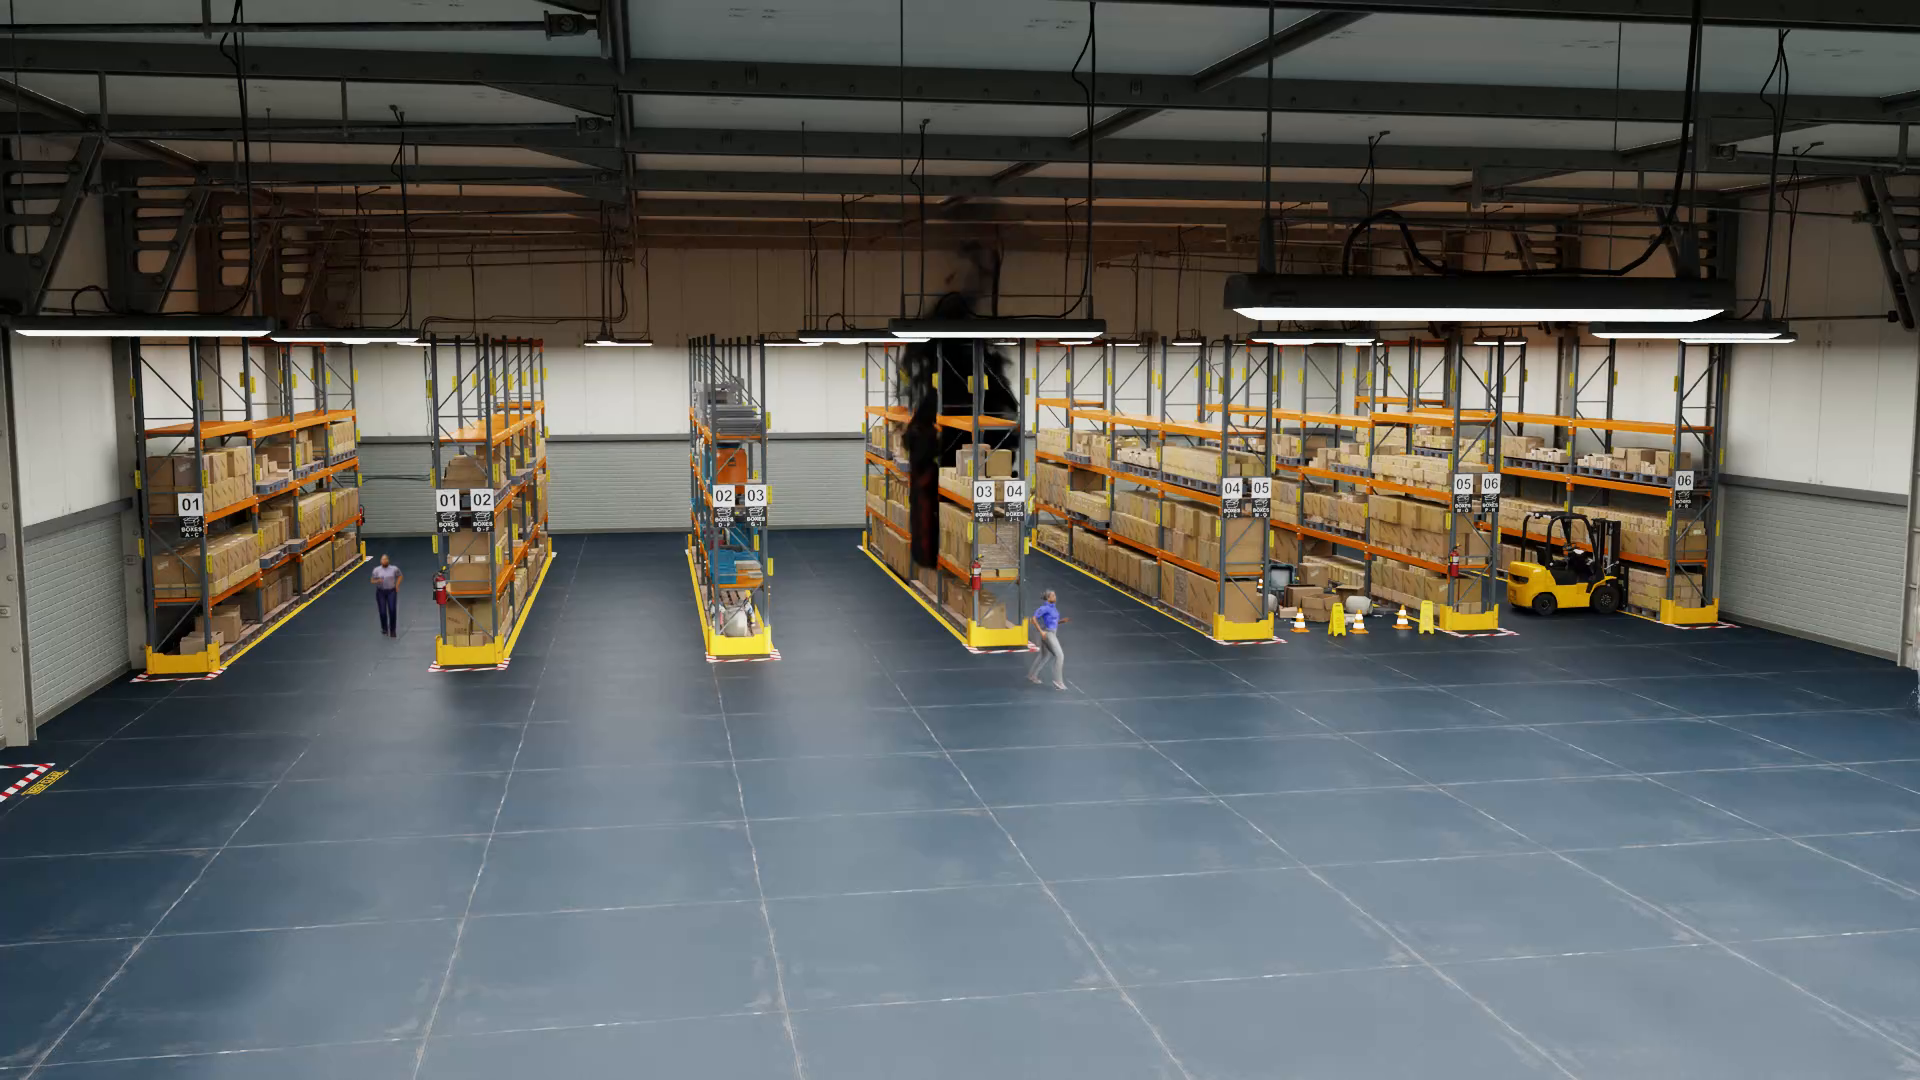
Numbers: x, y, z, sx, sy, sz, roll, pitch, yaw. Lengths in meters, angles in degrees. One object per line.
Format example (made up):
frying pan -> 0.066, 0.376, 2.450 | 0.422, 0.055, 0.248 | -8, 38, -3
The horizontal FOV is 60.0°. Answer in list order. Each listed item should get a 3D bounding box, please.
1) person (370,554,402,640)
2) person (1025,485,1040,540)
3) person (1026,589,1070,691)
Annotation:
person -> -11.409, 1.132, 33.077 | 0.585, 1.688, 0.708 | -2, 7, -16
person -> 2.197, -0.807, 49.748 | 0.556, 1.715, 0.751 | -2, 7, -18
person -> 1.490, 1.686, 28.120 | 0.777, 1.718, 0.547 | 1, 7, 13
